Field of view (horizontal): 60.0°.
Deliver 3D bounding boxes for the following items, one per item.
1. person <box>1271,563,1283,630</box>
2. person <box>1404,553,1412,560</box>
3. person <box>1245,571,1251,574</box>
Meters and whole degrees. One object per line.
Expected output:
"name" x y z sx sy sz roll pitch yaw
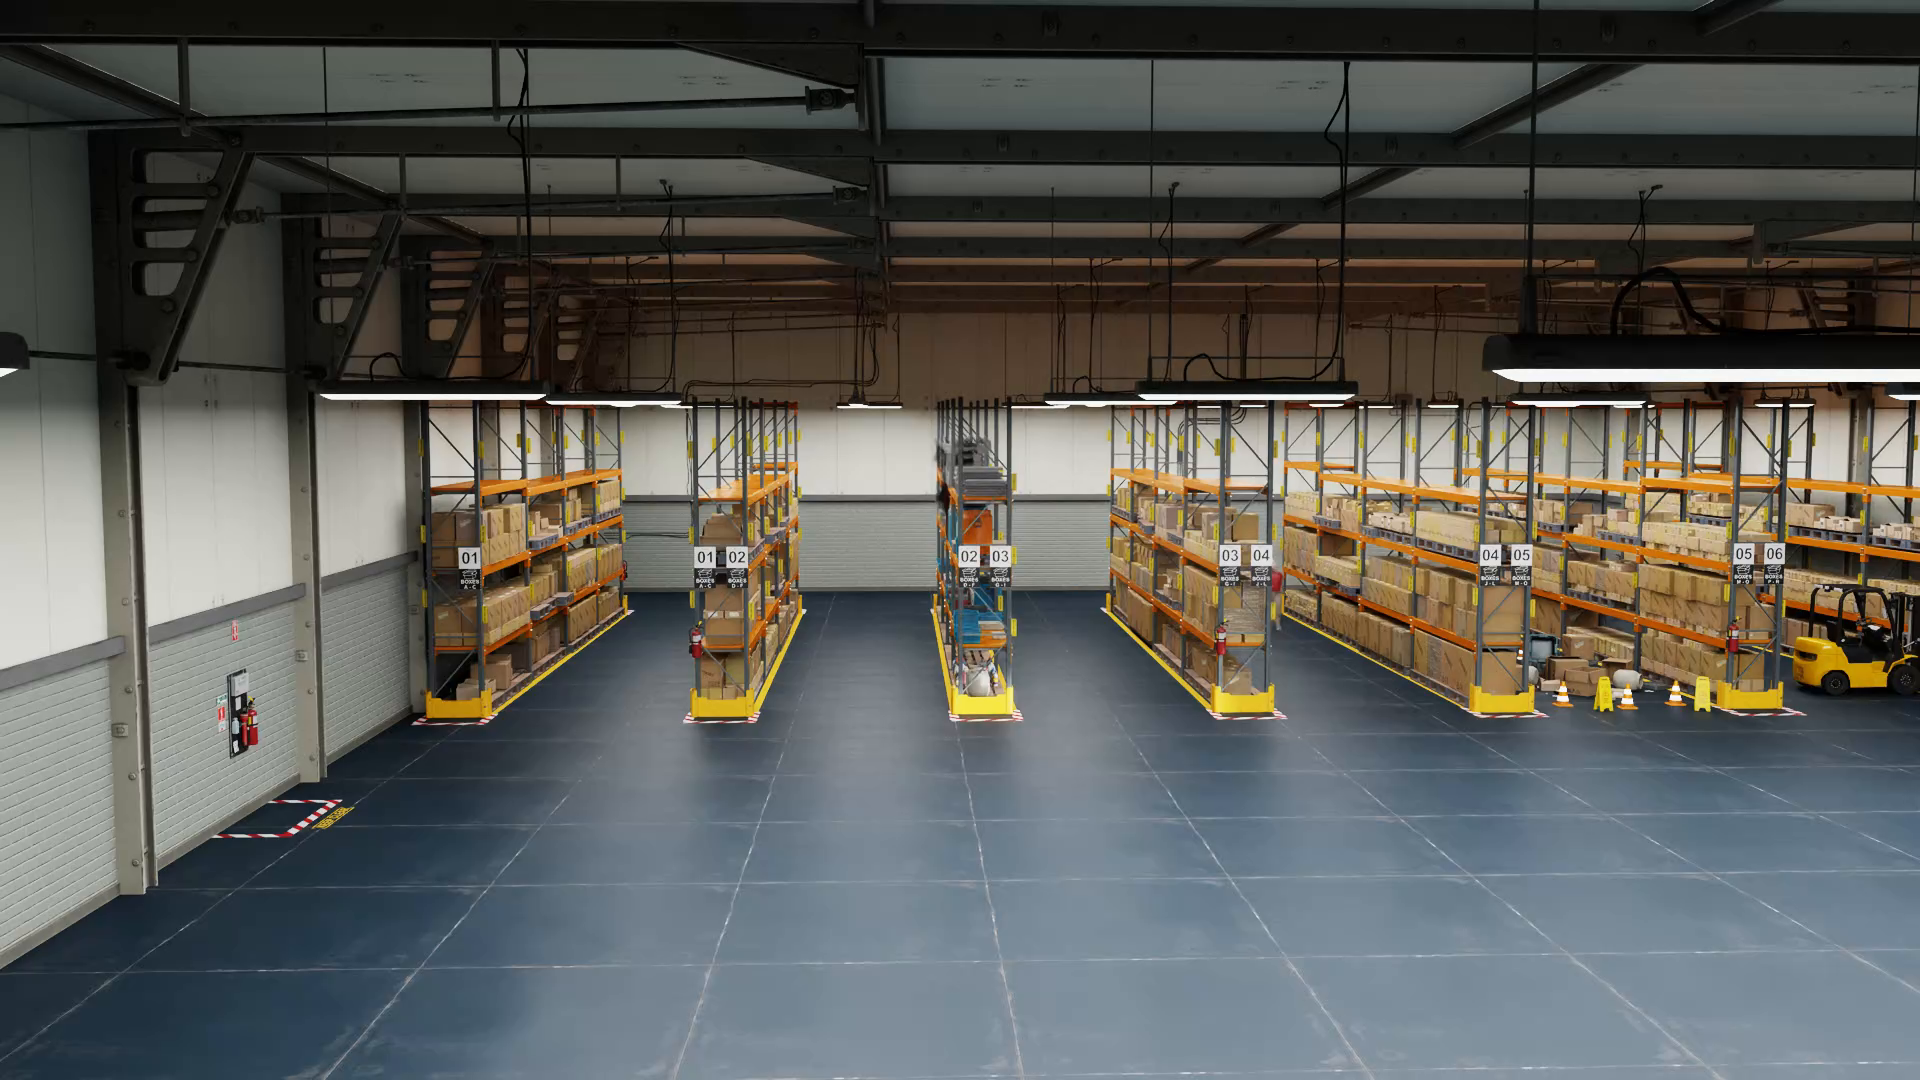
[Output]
"person" 8.243 1.465 43.894 0.629 1.734 0.981 0 4 -3
"person" 13.300 1.053 49.299 0.763 1.744 0.675 0 4 -3
"person" 8.043 1.255 46.870 0.651 1.654 0.878 1 4 8
